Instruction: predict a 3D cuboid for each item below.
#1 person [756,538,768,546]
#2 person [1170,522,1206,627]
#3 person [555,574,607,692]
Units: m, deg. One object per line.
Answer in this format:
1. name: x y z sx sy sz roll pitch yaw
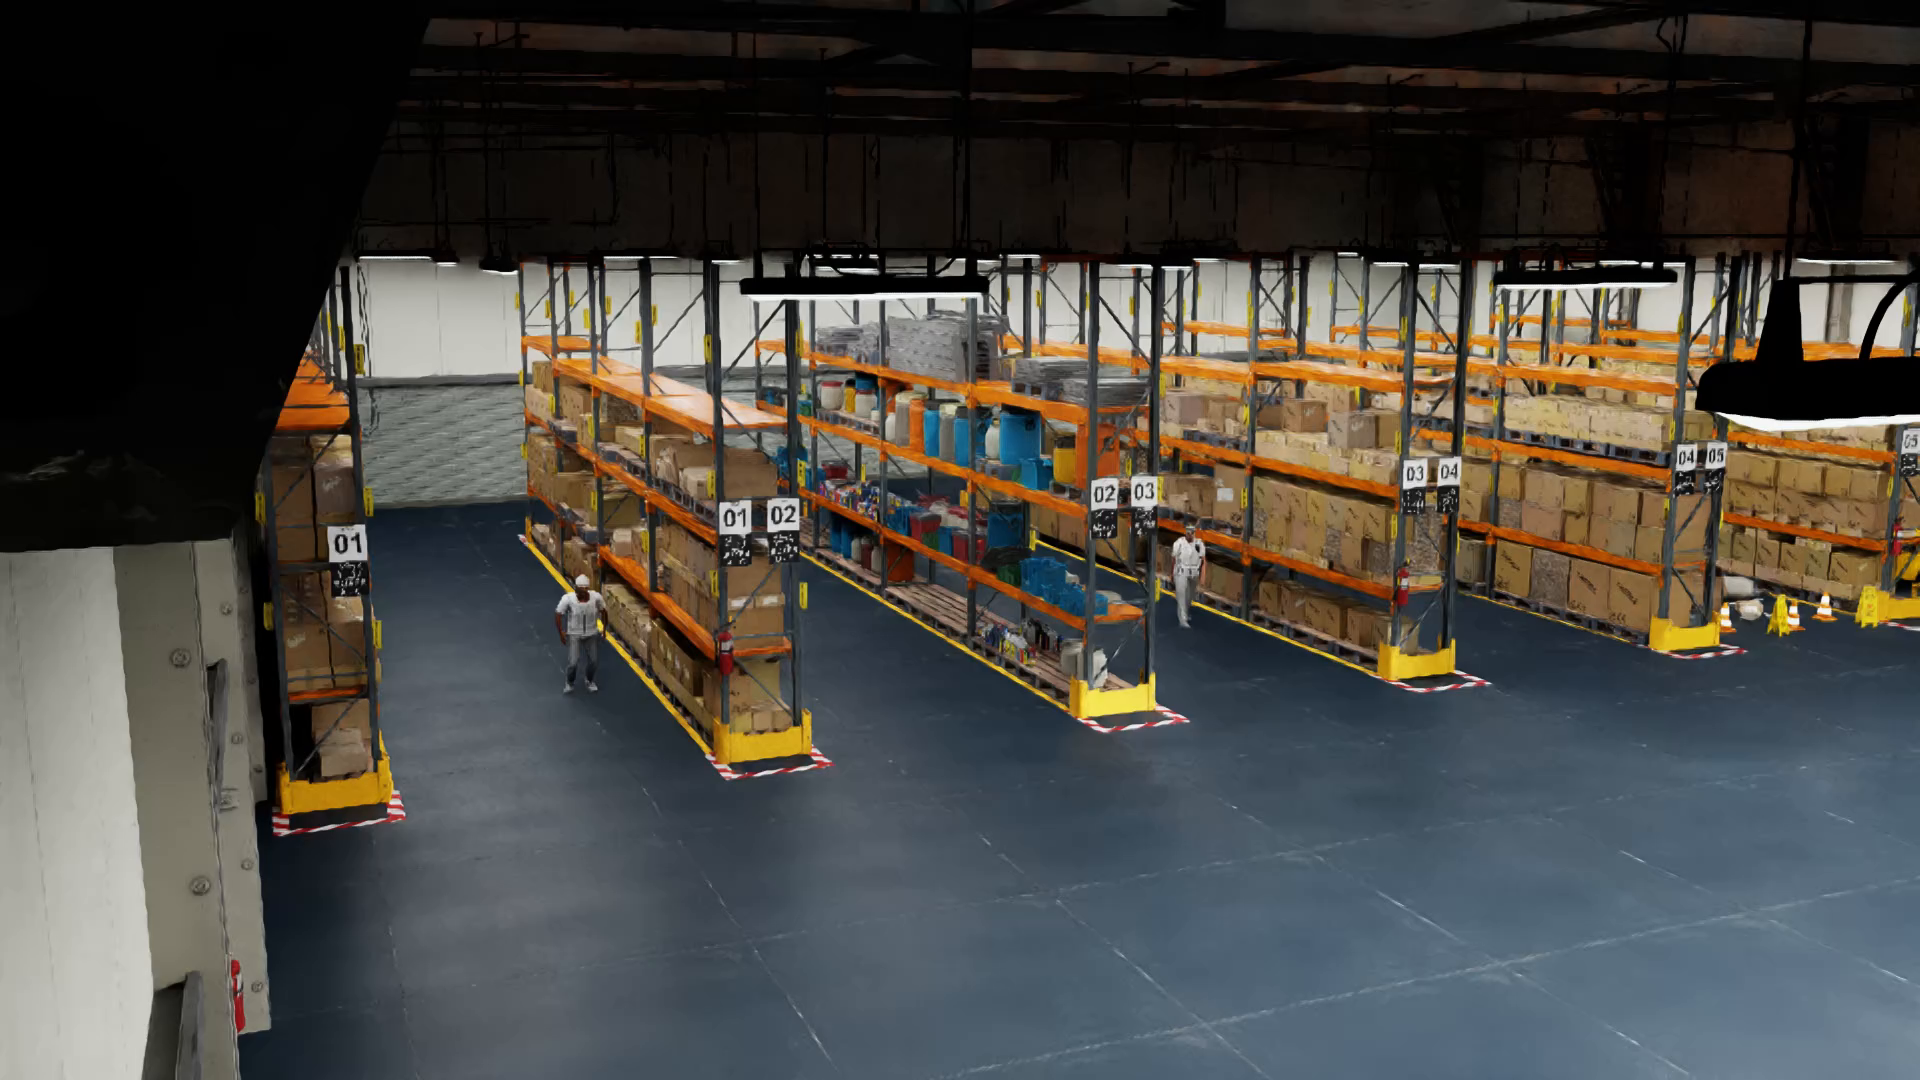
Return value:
1. person: -3.178 0.558 27.300 0.577 1.673 0.463 9 14 41
2. person: 3.755 0.535 27.266 0.535 1.705 1.028 -2 11 -11
3. person: -5.271 1.303 23.203 0.719 1.714 0.578 -5 11 -24
